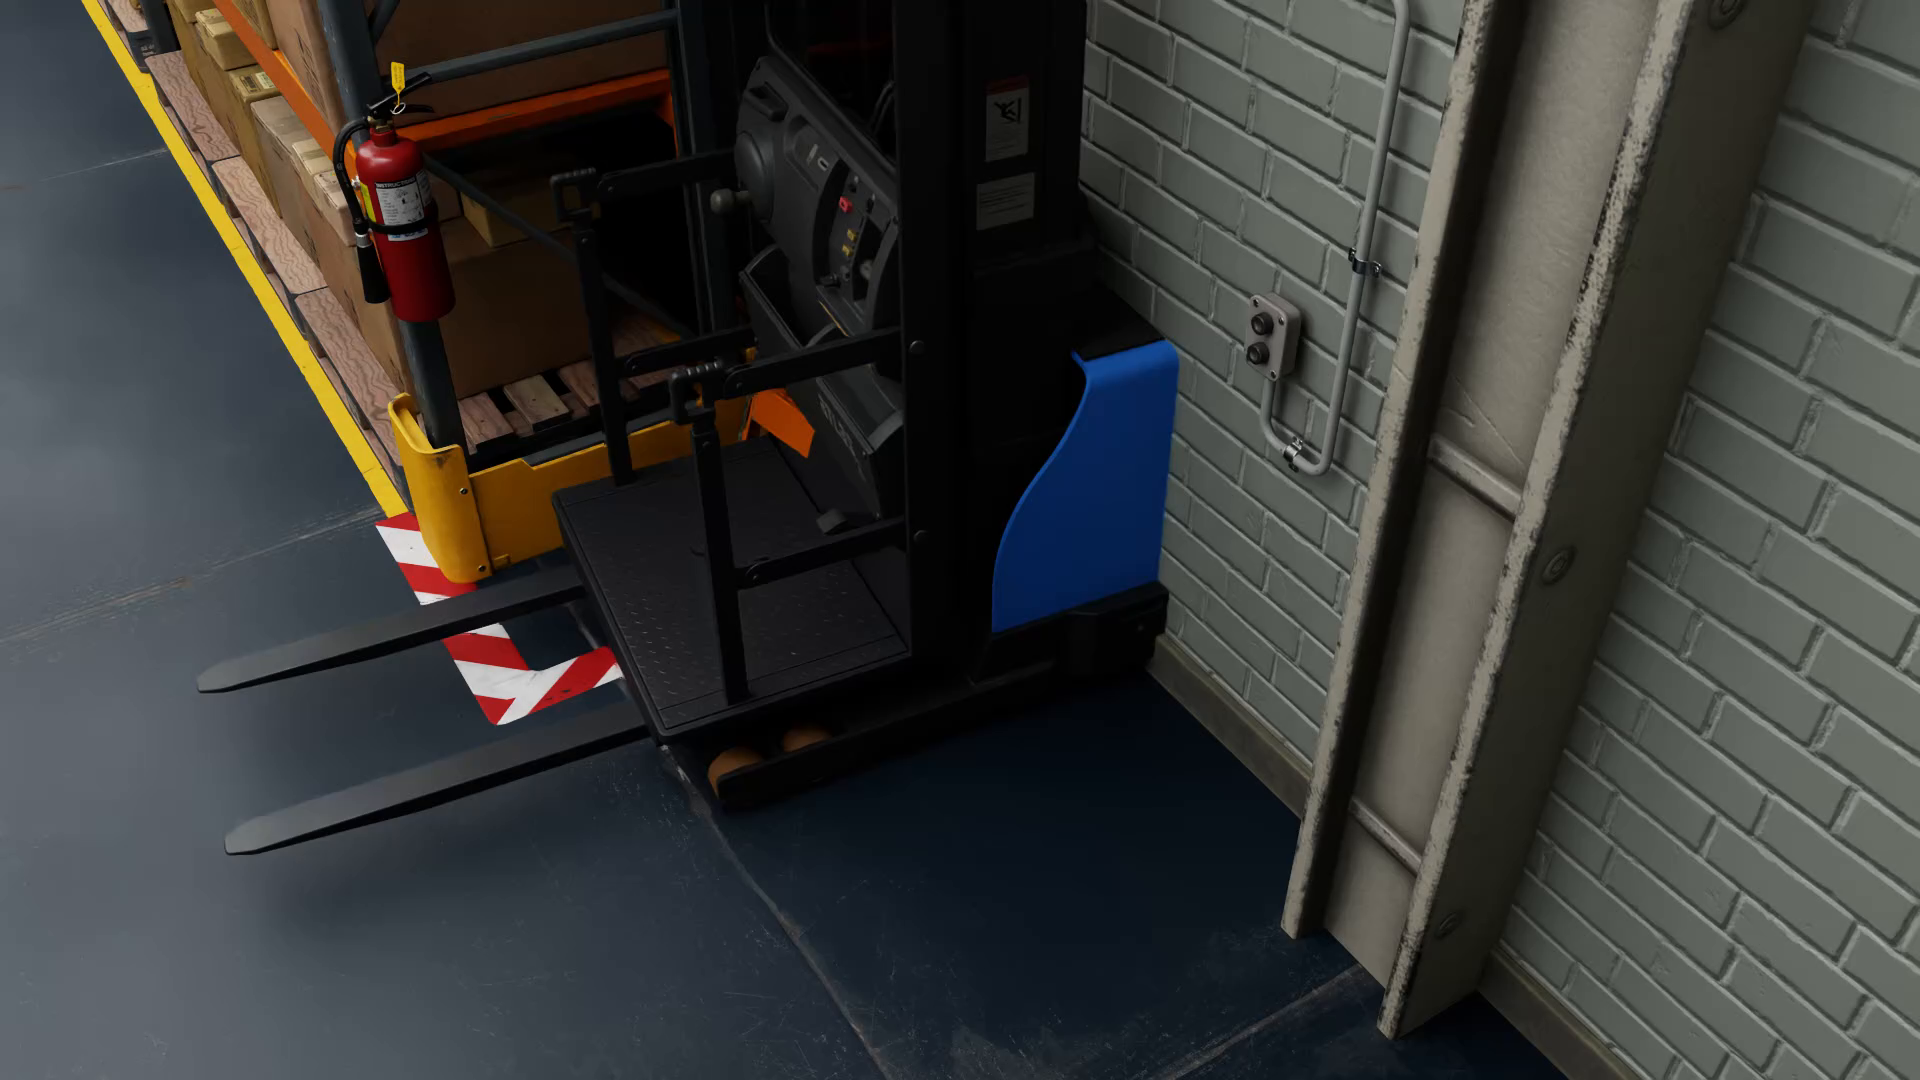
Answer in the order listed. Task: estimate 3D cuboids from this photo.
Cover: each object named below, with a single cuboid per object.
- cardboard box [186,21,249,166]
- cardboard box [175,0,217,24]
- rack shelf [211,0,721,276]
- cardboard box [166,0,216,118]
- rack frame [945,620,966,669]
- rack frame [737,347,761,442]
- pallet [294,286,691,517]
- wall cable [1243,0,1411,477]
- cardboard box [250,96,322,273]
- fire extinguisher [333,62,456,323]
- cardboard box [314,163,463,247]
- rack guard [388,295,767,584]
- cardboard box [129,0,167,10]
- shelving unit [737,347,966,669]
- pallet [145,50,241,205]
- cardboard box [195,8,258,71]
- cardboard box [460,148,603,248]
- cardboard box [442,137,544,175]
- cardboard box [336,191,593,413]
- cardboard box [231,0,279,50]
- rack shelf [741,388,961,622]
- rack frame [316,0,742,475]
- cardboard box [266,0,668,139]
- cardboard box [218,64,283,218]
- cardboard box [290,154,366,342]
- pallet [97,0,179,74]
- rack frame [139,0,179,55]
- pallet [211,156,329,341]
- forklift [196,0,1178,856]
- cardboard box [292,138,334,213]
[{"bbox_3d":[-2.724,-1.957,6.880,0.700,0.500,0.500,-23,45,-25],"label":"cardboard box"},{"bbox_3d":[-2.961,-2.231,6.702,0.380,0.149,0.250,-21,44,-23],"label":"cardboard box"},{"bbox_3d":[-2.232,-2.111,6.003,1.077,0.370,4.000,-22,45,-24],"label":"rack shelf"},{"bbox_3d":[-2.992,-2.229,7.207,0.700,0.500,0.500,-22,44,-24],"label":"cardboard box"},{"bbox_3d":[0.272,-0.143,4.531,0.500,1.125,0.032,-14,39,-44],"label":"rack frame"},{"bbox_3d":[-0.415,-0.633,5.099,0.500,1.125,0.032,-14,39,-44],"label":"rack frame"},{"bbox_3d":[-1.652,-0.642,5.855,1.003,0.211,1.213,-22,45,-24],"label":"pallet"},{"bbox_3d":[0.330,-1.333,3.713,0.084,1.984,1.851,-22,45,-24],"label":"wall cable"},{"bbox_3d":[-2.157,-1.394,6.204,0.700,0.500,0.500,-24,45,-26],"label":"cardboard box"},{"bbox_3d":[-1.464,-0.895,4.333,0.296,0.674,0.183,-22,45,-24],"label":"fire extinguisher"},{"bbox_3d":[-1.840,-1.109,5.355,0.380,0.149,0.250,-23,45,-25],"label":"cardboard box"},{"bbox_3d":[-1.144,-0.335,5.262,1.175,0.500,0.348,-22,45,-24],"label":"rack guard"},{"bbox_3d":[-3.766,-3.109,7.989,0.750,0.750,0.750,-22,44,-24],"label":"cardboard box"},{"bbox_3d":[-0.072,-0.388,4.815,0.538,1.125,1.048,-14,39,-44],"label":"shelving unit"},{"bbox_3d":[-2.964,-1.959,7.436,1.003,0.211,1.213,-22,45,-24],"label":"pallet"},{"bbox_3d":[-2.680,-1.949,6.364,0.380,0.149,0.250,-23,45,-26],"label":"cardboard box"},{"bbox_3d":[-1.381,-1.103,5.349,0.380,0.149,0.250,-22,45,-24],"label":"cardboard box"},{"bbox_3d":[-1.654,-1.377,5.677,0.380,0.149,0.250,-22,45,-24],"label":"cardboard box"},{"bbox_3d":[-1.617,-0.853,5.555,0.700,0.500,0.500,-22,45,-24],"label":"cardboard box"},{"bbox_3d":[-1.840,-2.084,5.174,0.980,0.700,0.700,-23,45,-25],"label":"cardboard box"},{"bbox_3d":[-0.130,-0.178,4.926,0.538,0.278,1.000,-14,39,-44],"label":"rack shelf"},{"bbox_3d":[-1.156,-1.308,4.477,1.000,3.000,0.127,-22,45,-24],"label":"rack frame"},{"bbox_3d":[-1.439,-1.695,4.707,0.980,0.700,0.700,-20,44,-23],"label":"cardboard box"},{"bbox_3d":[-2.450,-1.679,6.547,0.700,0.500,0.500,-21,44,-23],"label":"cardboard box"},{"bbox_3d":[-1.886,-1.123,5.879,0.700,0.500,0.500,-22,45,-25],"label":"cardboard box"},{"bbox_3d":[-3.786,-2.787,8.429,1.003,0.211,1.213,-22,45,-24],"label":"pallet"},{"bbox_3d":[-3.307,-3.467,7.068,1.000,3.000,0.127,-22,45,-24],"label":"rack frame"},{"bbox_3d":[-2.304,-1.300,6.645,1.003,0.211,1.213,-22,45,-24],"label":"pallet"},{"bbox_3d":[-0.538,-0.807,3.929,3.031,2.935,1.130,-17,43,-19],"label":"forklift"},{"bbox_3d":[-1.978,-1.246,5.520,0.380,0.149,0.250,-21,44,-23],"label":"cardboard box"}]
